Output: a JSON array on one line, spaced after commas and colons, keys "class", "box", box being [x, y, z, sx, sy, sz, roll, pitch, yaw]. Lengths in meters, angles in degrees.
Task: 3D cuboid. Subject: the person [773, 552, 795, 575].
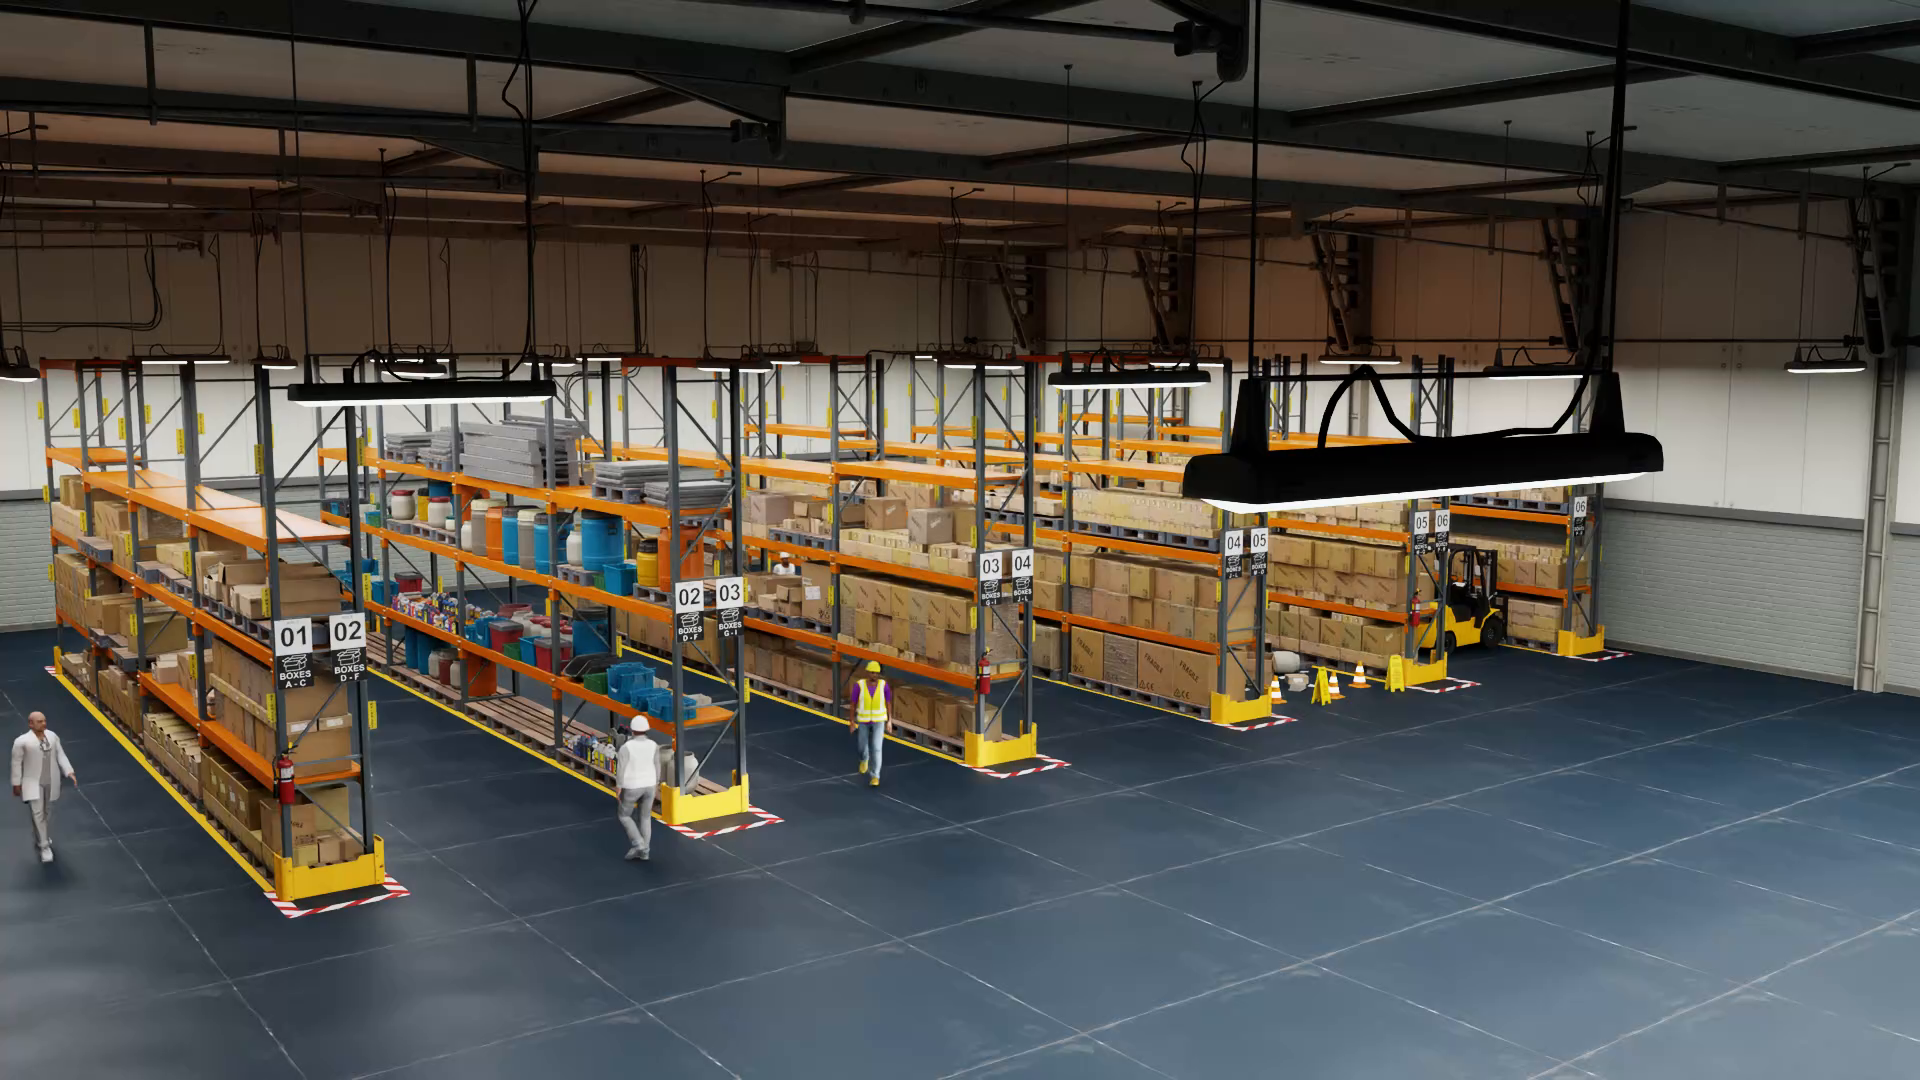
[{"class": "person", "box": [-3.785, 1.108, 36.211, 0.610, 1.722, 1.067, -5, 8, -33]}]

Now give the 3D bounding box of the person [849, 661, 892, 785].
[{"class": "person", "box": [-1.285, 2.600, 23.864, 0.620, 1.746, 0.878, 0, 7, -2]}]

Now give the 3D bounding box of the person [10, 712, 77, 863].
[{"class": "person", "box": [-11.303, 2.990, 20.528, 1.036, 1.747, 0.678, 6, 9, 41]}]

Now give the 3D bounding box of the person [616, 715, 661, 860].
[{"class": "person", "box": [-3.908, 3.015, 20.269, 0.558, 1.769, 0.456, -4, 8, -33]}]
